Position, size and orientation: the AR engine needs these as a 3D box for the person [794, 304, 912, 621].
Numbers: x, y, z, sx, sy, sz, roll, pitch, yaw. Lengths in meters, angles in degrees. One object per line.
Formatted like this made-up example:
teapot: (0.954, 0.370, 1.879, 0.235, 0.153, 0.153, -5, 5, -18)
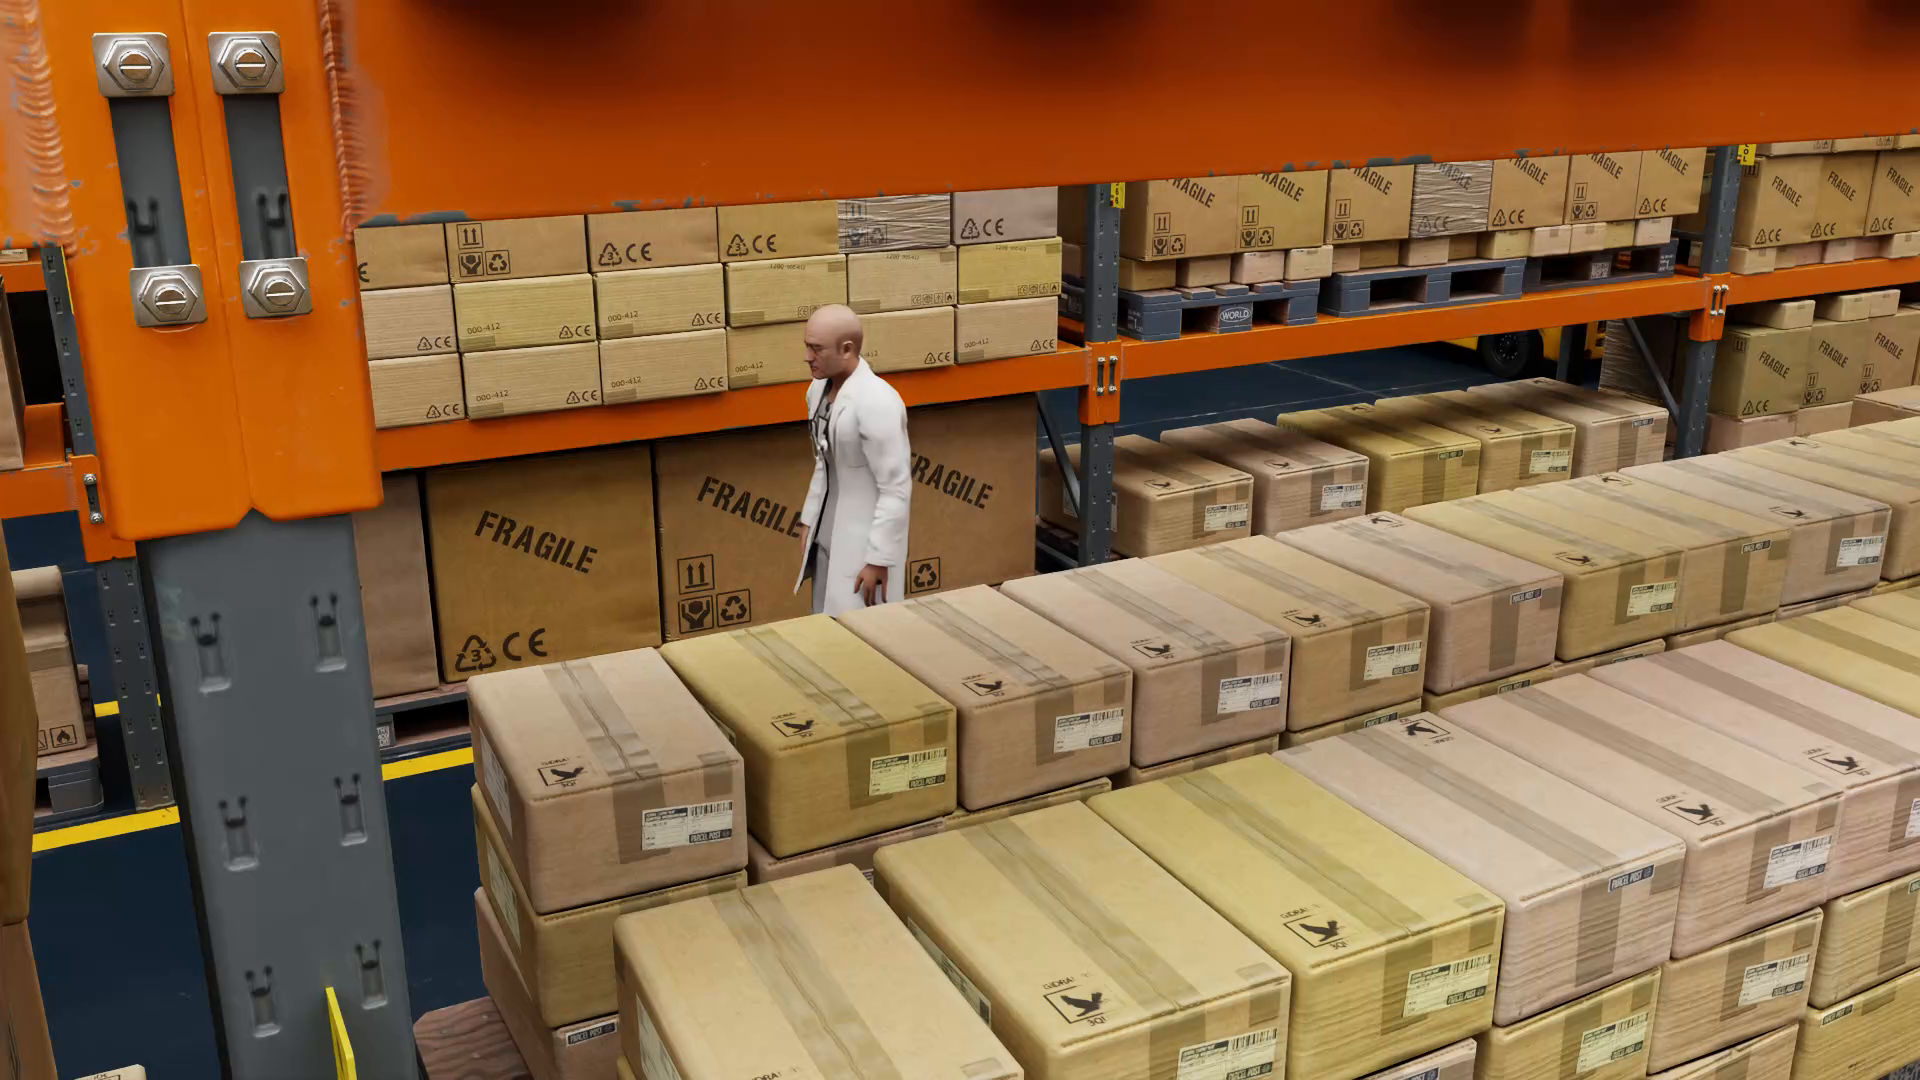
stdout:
person: (-0.395, 0.022, 6.014, 0.418, 1.774, 0.648, -10, 21, -27)
